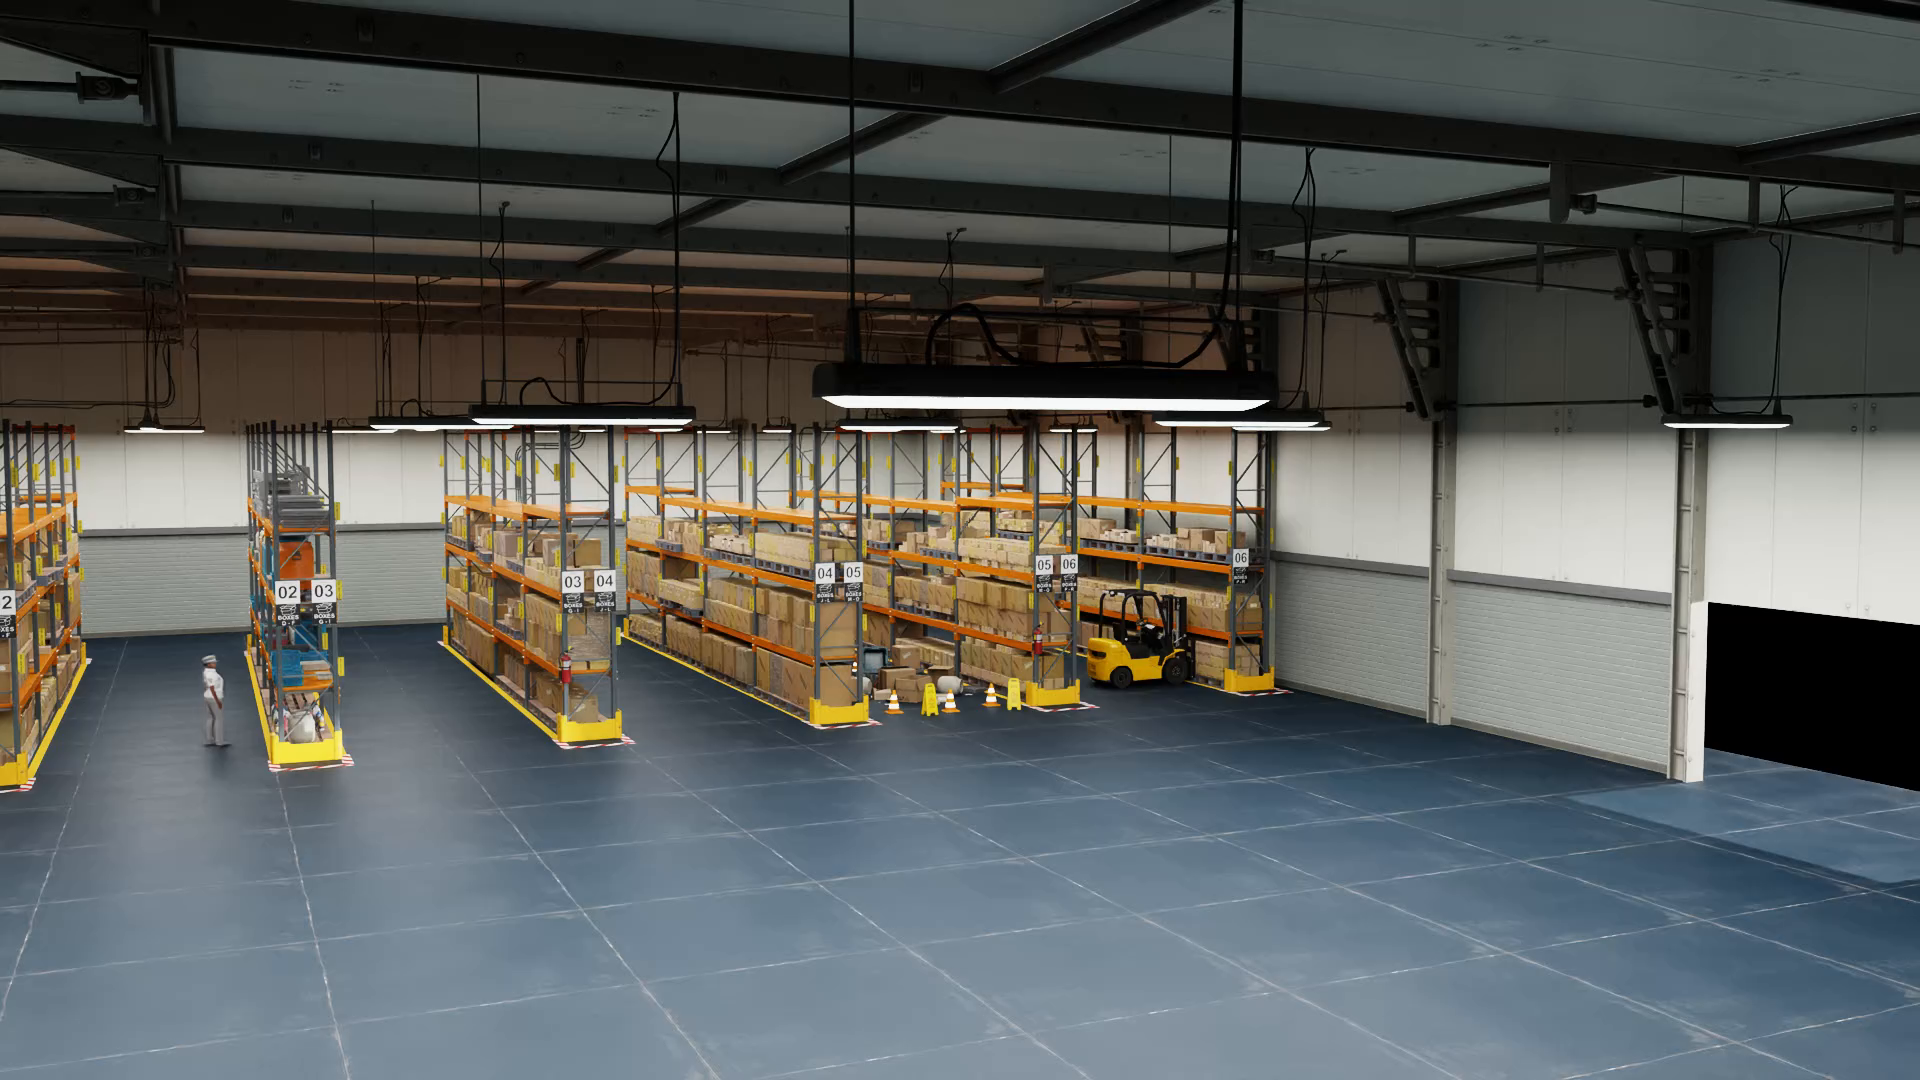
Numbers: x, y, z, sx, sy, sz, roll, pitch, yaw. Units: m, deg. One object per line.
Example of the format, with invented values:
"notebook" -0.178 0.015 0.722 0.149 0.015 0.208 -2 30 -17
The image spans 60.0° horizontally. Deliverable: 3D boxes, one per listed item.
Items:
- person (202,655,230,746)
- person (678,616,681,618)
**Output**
"person" -13.751 2.957 30.720 0.408 1.671 0.534 -3 5 -42
"person" -8.540 1.736 50.893 0.396 1.585 0.465 3 4 35
